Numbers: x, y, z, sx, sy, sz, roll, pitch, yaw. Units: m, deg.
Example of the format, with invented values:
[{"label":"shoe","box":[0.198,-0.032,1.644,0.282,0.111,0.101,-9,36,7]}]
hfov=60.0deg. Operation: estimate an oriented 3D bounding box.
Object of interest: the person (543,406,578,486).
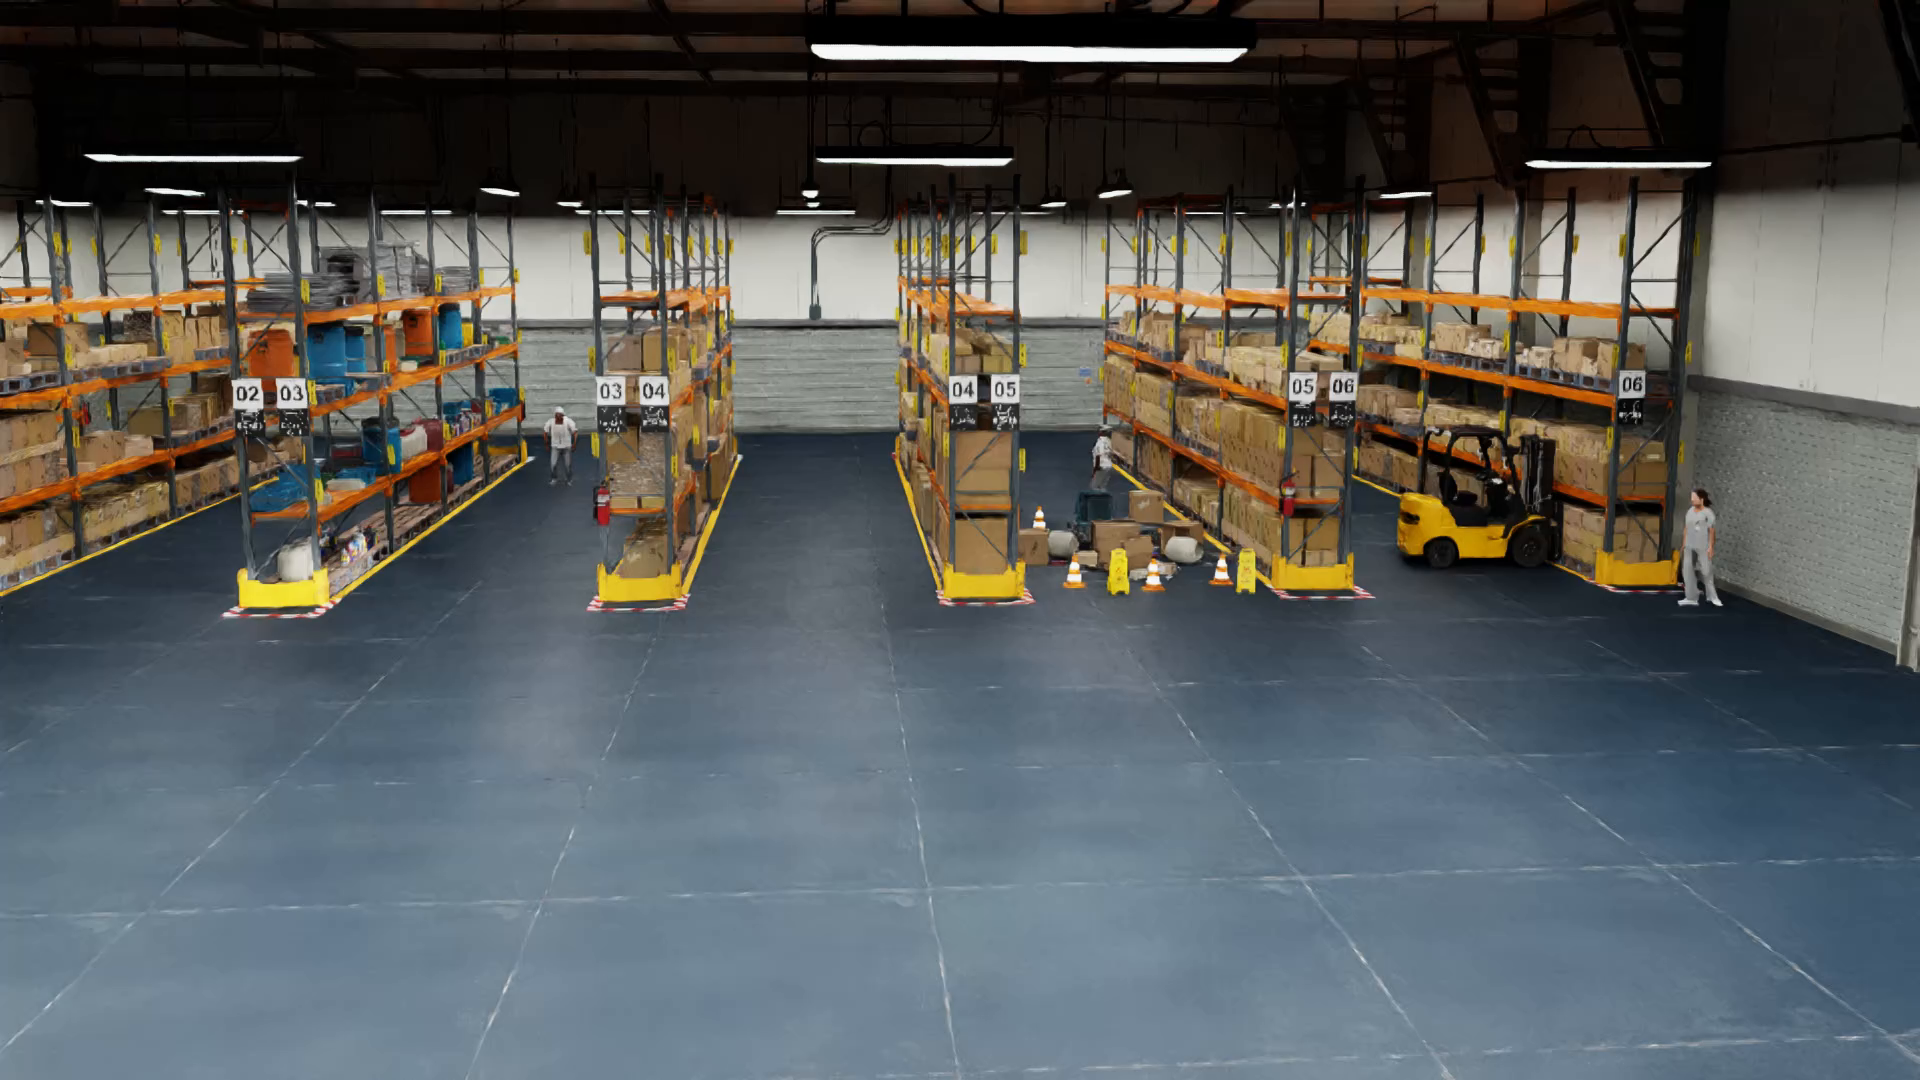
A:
[{"label":"person","box":[-8.410,-1.978,35.017,0.719,1.714,0.578,-1,10,-6]}]

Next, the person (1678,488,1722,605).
[{"label":"person","box":[10.459,0.096,23.426,0.543,1.664,0.566,-6,12,-32]}]

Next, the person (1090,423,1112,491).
[{"label":"person","box":[2.553,-1.284,30.112,0.511,1.662,0.531,4,11,24]}]
